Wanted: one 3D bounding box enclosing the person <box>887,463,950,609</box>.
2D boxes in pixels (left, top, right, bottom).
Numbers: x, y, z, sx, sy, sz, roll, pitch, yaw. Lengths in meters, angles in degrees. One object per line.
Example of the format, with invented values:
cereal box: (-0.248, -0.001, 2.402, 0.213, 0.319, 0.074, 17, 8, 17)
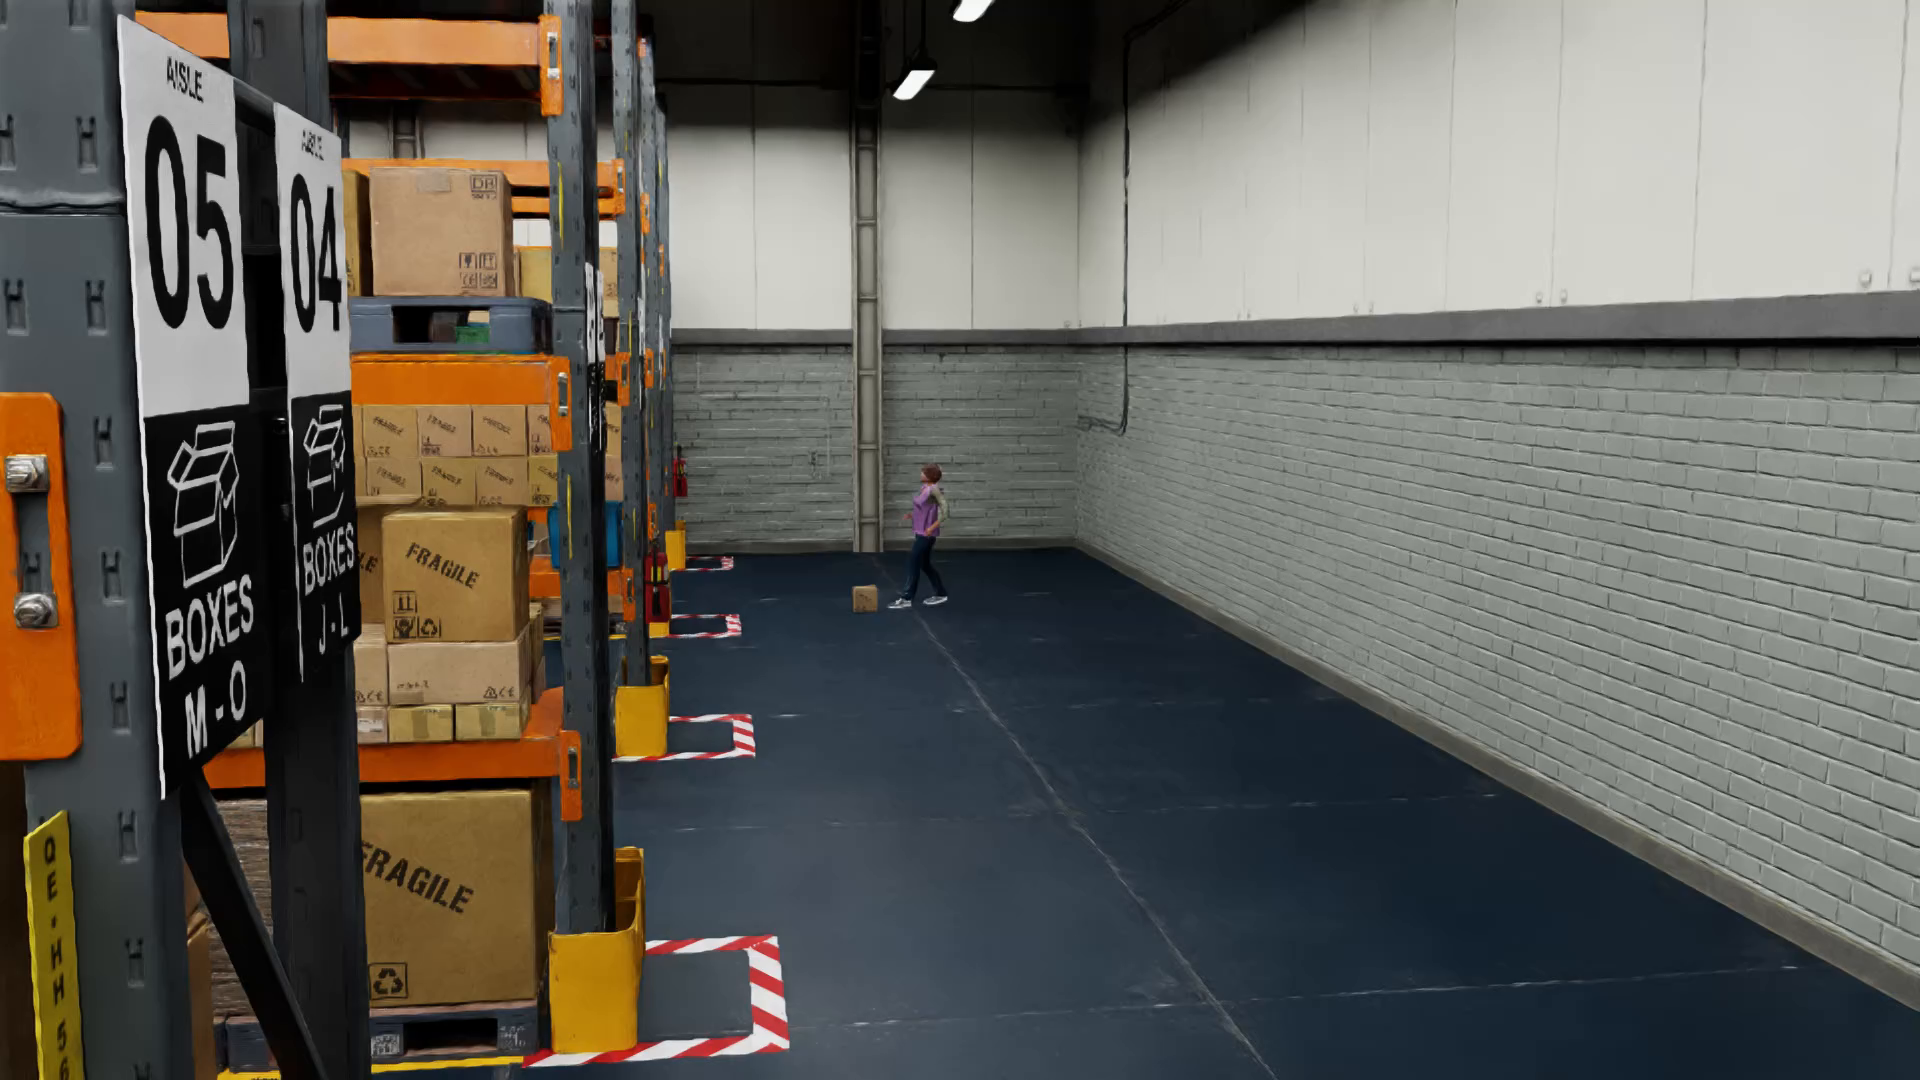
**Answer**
person: (-0.457, -0.051, 18.097, 0.704, 1.581, 0.586, -2, 7, -14)
